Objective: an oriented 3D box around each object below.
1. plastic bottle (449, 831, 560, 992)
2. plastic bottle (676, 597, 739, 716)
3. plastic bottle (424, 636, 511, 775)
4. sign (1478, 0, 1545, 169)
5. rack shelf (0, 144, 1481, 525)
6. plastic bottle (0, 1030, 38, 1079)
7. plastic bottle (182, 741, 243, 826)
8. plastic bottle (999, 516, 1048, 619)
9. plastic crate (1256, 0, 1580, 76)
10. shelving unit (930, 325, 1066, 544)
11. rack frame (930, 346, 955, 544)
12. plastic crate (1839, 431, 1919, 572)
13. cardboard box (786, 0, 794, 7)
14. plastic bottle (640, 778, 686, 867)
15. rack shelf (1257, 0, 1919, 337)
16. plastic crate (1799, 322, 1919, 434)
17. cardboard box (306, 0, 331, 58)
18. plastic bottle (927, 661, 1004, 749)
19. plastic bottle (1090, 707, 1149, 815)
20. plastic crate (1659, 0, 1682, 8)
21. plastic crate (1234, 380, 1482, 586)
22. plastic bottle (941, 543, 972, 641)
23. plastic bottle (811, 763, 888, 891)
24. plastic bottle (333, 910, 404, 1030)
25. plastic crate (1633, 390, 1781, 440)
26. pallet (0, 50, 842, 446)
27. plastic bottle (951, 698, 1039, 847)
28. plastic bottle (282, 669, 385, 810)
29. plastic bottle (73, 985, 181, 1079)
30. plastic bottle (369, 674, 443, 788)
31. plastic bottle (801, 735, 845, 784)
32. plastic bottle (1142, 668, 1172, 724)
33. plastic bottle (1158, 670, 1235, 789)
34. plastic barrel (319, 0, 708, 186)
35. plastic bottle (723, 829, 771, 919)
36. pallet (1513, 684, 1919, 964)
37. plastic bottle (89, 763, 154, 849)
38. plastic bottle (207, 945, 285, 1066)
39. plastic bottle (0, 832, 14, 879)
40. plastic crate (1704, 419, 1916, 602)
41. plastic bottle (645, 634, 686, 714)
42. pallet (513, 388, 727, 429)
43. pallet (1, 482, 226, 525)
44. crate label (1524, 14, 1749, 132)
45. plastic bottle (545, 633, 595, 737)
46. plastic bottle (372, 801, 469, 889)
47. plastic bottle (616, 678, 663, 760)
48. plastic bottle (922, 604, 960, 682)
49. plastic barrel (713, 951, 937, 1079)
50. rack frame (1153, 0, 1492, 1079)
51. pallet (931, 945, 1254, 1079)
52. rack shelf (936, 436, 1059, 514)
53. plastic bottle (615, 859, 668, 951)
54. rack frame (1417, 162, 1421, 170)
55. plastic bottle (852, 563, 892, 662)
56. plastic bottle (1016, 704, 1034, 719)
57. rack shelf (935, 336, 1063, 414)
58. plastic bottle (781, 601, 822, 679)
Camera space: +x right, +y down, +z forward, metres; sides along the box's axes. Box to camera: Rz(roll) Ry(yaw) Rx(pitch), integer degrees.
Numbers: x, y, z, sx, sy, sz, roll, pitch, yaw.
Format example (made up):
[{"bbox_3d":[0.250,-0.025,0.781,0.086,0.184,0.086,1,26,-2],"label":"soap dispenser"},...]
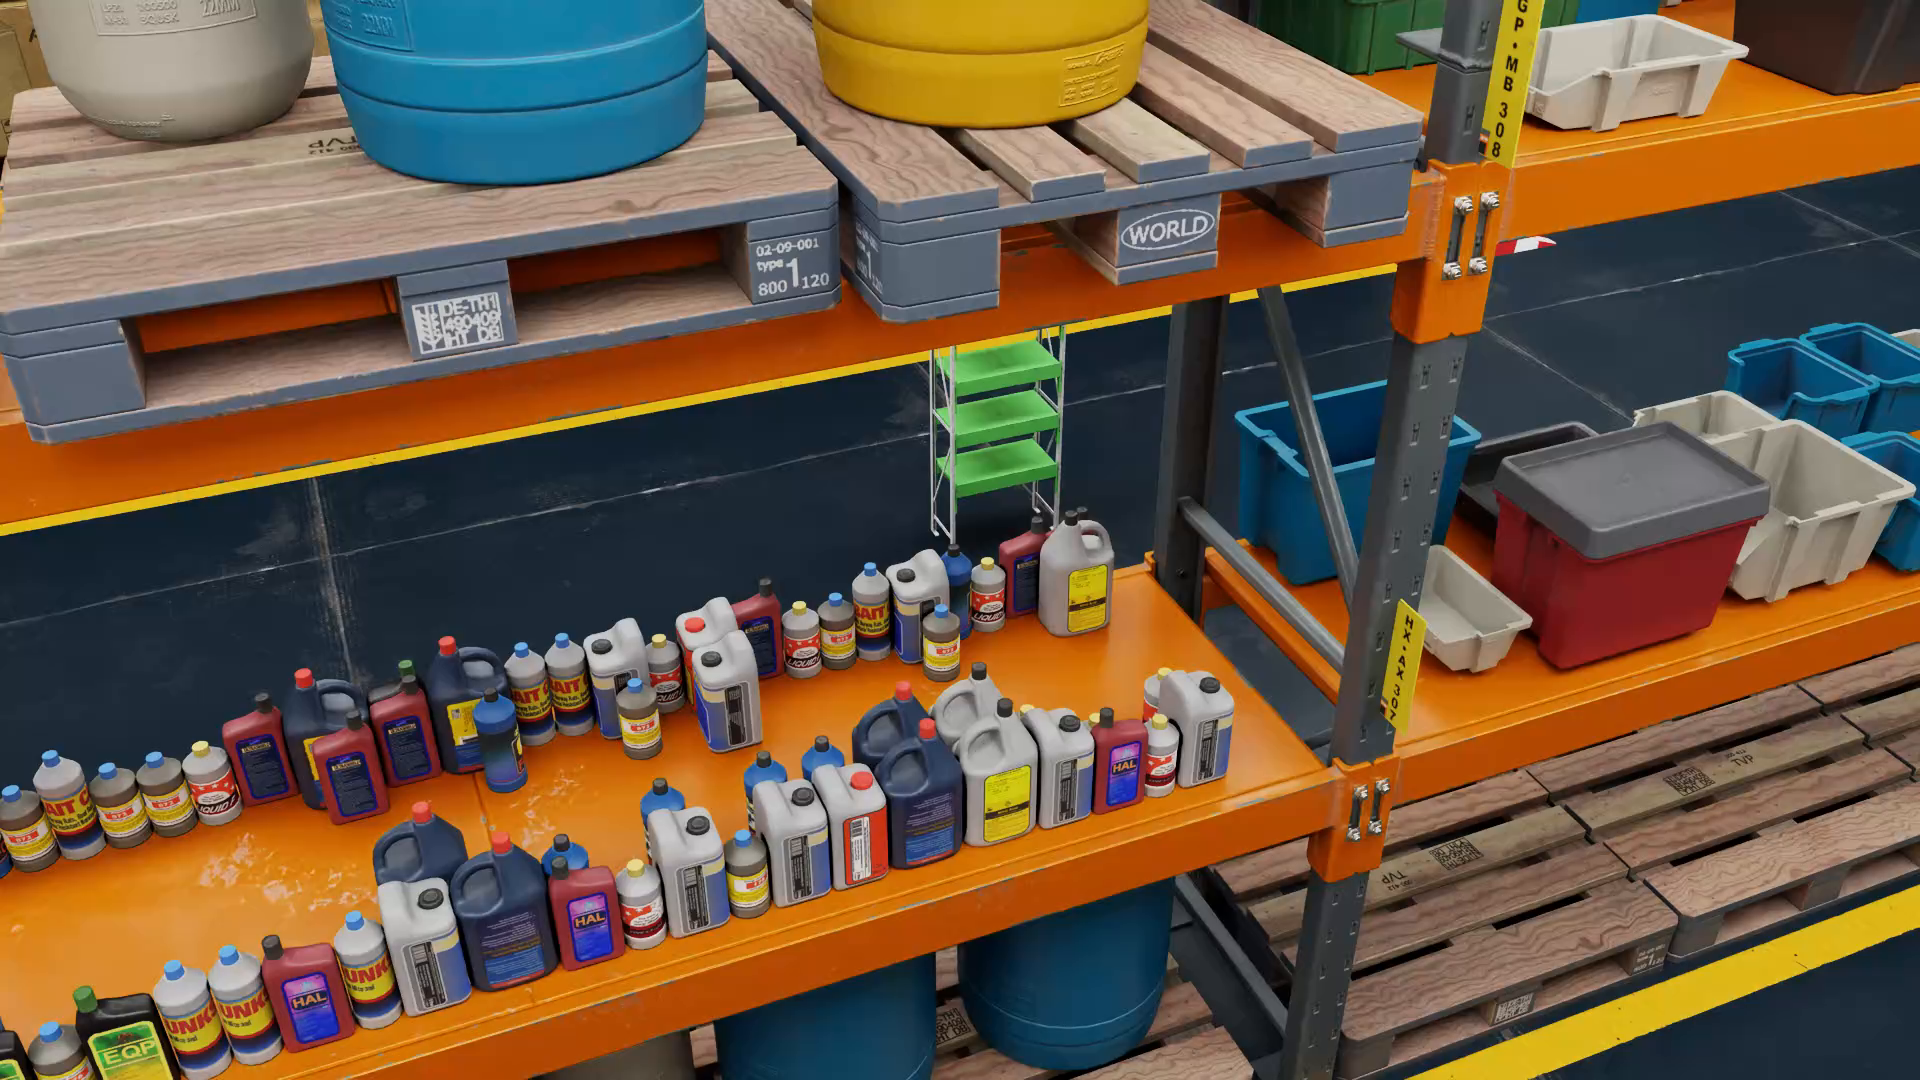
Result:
[{"bbox_3d":[-0.938,0.744,3.402,0.185,0.351,0.144,-13,35,-19],"label":"plastic bottle"},{"bbox_3d":[-0.629,0.286,4.174,0.135,0.276,0.152,-13,35,-19],"label":"plastic bottle"},{"bbox_3d":[-1.171,0.376,3.967,0.185,0.351,0.144,-13,35,-19],"label":"plastic bottle"},{"bbox_3d":[1.010,-0.852,3.051,0.005,0.325,0.100,-13,35,-19],"label":"sign"},{"bbox_3d":[-1.045,-0.402,3.026,4.000,0.370,1.077,-13,35,-19],"label":"rack shelf"},{"bbox_3d":[-1.797,0.994,3.080,0.133,0.283,0.061,-13,35,-19],"label":"plastic bottle"},{"bbox_3d":[-1.727,0.552,3.833,0.097,0.201,0.097,0,33,0],"label":"plastic bottle"},{"bbox_3d":[0.172,0.072,4.496,0.133,0.283,0.061,-13,35,-19],"label":"plastic bottle"},{"bbox_3d":[1.072,-1.278,3.908,0.662,0.188,0.450,-13,35,-19],"label":"plastic crate"},{"bbox_3d":[0.153,-0.538,6.976,0.503,1.200,0.258,-13,35,-19],"label":"shelving unit"},{"bbox_3d":[-0.072,-0.486,6.897,0.015,1.200,0.240,-13,35,-19],"label":"rack frame"},{"bbox_3d":[2.693,-0.105,4.760,0.300,0.233,0.416,-13,35,-19],"label":"plastic crate"},{"bbox_3d":[-0.572,-2.779,7.762,0.500,0.500,0.500,-12,35,-18],"label":"cardboard box"},{"bbox_3d":[-0.645,0.634,3.643,0.097,0.271,0.097,0,33,0],"label":"plastic bottle"},{"bbox_3d":[2.643,-1.246,4.324,4.000,0.370,1.077,-13,35,-19],"label":"rack shelf"},{"bbox_3d":[2.918,-0.503,5.371,0.300,0.233,0.416,-13,35,-19],"label":"plastic crate"},{"bbox_3d":[-2.720,-2.174,7.363,0.500,0.500,0.700,-23,39,-31],"label":"cardboard box"},{"bbox_3d":[0.022,0.439,3.871,0.185,0.351,0.144,-13,35,-19],"label":"plastic bottle"},{"bbox_3d":[0.365,0.498,3.841,0.133,0.283,0.061,-13,35,-19],"label":"plastic bottle"},{"bbox_3d":[1.824,-1.475,4.258,0.466,0.136,0.293,-13,35,-19],"label":"plastic crate"},{"bbox_3d":[1.097,-0.157,4.700,0.575,0.384,0.392,-13,35,-19],"label":"plastic crate"},{"bbox_3d":[-0.017,0.131,4.416,0.097,0.271,0.097,0,33,0],"label":"plastic bottle"},{"bbox_3d":[-0.241,0.613,3.671,0.135,0.276,0.152,-13,35,-19],"label":"plastic bottle"},{"bbox_3d":[-1.183,0.847,3.316,0.097,0.271,0.097,0,33,0],"label":"plastic bottle"},{"bbox_3d":[2.288,-0.301,5.150,0.466,0.136,0.293,-13,35,-19],"label":"plastic crate"},{"bbox_3d":[-0.931,-0.591,2.830,1.213,0.211,1.003,-13,35,-19],"label":"pallet"},{"bbox_3d":[0.078,0.511,3.759,0.185,0.351,0.144,-13,35,-19],"label":"plastic bottle"},{"bbox_3d":[-1.465,0.443,3.864,0.185,0.351,0.144,-13,35,-19],"label":"plastic bottle"},{"bbox_3d":[-1.585,0.945,3.155,0.133,0.283,0.061,-13,35,-19],"label":"plastic bottle"},{"bbox_3d":[-1.311,0.448,3.919,0.133,0.283,0.061,-13,35,-19],"label":"plastic bottle"},{"bbox_3d":[-0.307,0.556,3.762,0.097,0.271,0.097,0,33,0],"label":"plastic bottle"},{"bbox_3d":[0.495,0.402,4.064,0.097,0.201,0.097,0,33,0],"label":"plastic bottle"},{"bbox_3d":[0.560,0.430,3.953,0.135,0.276,0.152,-13,35,-19],"label":"plastic bottle"},{"bbox_3d":[-0.716,-1.074,2.556,0.708,0.901,0.600,-13,35,-19],"label":"plastic barrel"},{"bbox_3d":[-0.462,0.711,3.589,0.097,0.201,0.097,0,33,0],"label":"plastic bottle"},{"bbox_3d":[2.588,0.866,5.725,1.213,0.211,1.003,-13,35,-19],"label":"pallet"},{"bbox_3d":[-1.907,0.593,3.770,0.097,0.201,0.097,0,33,0],"label":"plastic bottle"},{"bbox_3d":[-1.396,0.896,3.241,0.097,0.271,0.097,0,33,0],"label":"plastic bottle"},{"bbox_3d":[-2.176,0.625,3.656,0.097,0.271,0.097,0,33,0],"label":"plastic bottle"},{"bbox_3d":[2.278,-0.073,4.666,0.530,0.282,0.437,-13,35,-19],"label":"plastic crate"},{"bbox_3d":[-0.747,0.328,4.178,0.097,0.201,0.097,0,33,0],"label":"plastic bottle"},{"bbox_3d":[-1.851,-1.000,8.594,1.213,0.211,1.003,-13,35,-19],"label":"pallet"},{"bbox_3d":[-4.100,-0.485,7.802,1.213,0.211,1.003,-13,35,-19],"label":"pallet"},{"bbox_3d":[1.362,-0.973,3.486,0.466,0.136,0.293,-13,35,-19],"label":"crate label"},{"bbox_3d":[-0.961,0.347,4.084,0.097,0.271,0.097,0,33,0],"label":"plastic bottle"},{"bbox_3d":[-1.121,0.696,3.476,0.185,0.351,0.144,-13,35,-19],"label":"plastic bottle"},{"bbox_3d":[-0.778,0.425,4.029,0.097,0.201,0.097,0,33,0],"label":"plastic bottle"},{"bbox_3d":[-0.047,0.257,4.286,0.097,0.201,0.097,0,33,0],"label":"plastic bottle"},{"bbox_3d":[-0.362,1.091,4.361,0.708,0.901,0.600,-13,35,-19],"label":"plastic barrel"},{"bbox_3d":[0.799,0.132,4.297,0.127,3.000,1.000,-13,35,-19],"label":"rack frame"},{"bbox_3d":[0.071,1.443,4.839,1.213,0.211,1.003,-13,35,-19],"label":"pallet"},{"bbox_3d":[0.153,-0.283,7.142,0.480,0.148,0.258,-13,35,-19],"label":"rack shelf"},{"bbox_3d":[-0.676,0.760,3.513,0.097,0.201,0.097,0,33,0],"label":"plastic bottle"},{"bbox_3d":[2.573,-3.204,9.424,0.127,3.000,1.000,-13,35,-19],"label":"rack frame"},{"bbox_3d":[-0.230,0.180,4.341,0.097,0.271,0.097,0,33,0],"label":"plastic bottle"},{"bbox_3d":[0.158,0.479,3.945,0.097,0.201,0.097,0,33,0],"label":"plastic bottle"},{"bbox_3d":[0.153,-0.685,6.880,0.480,0.148,0.258,-13,35,-19],"label":"rack shelf"},{"bbox_3d":[-0.410,0.250,4.297,0.097,0.201,0.097,0,33,0],"label":"plastic bottle"}]
